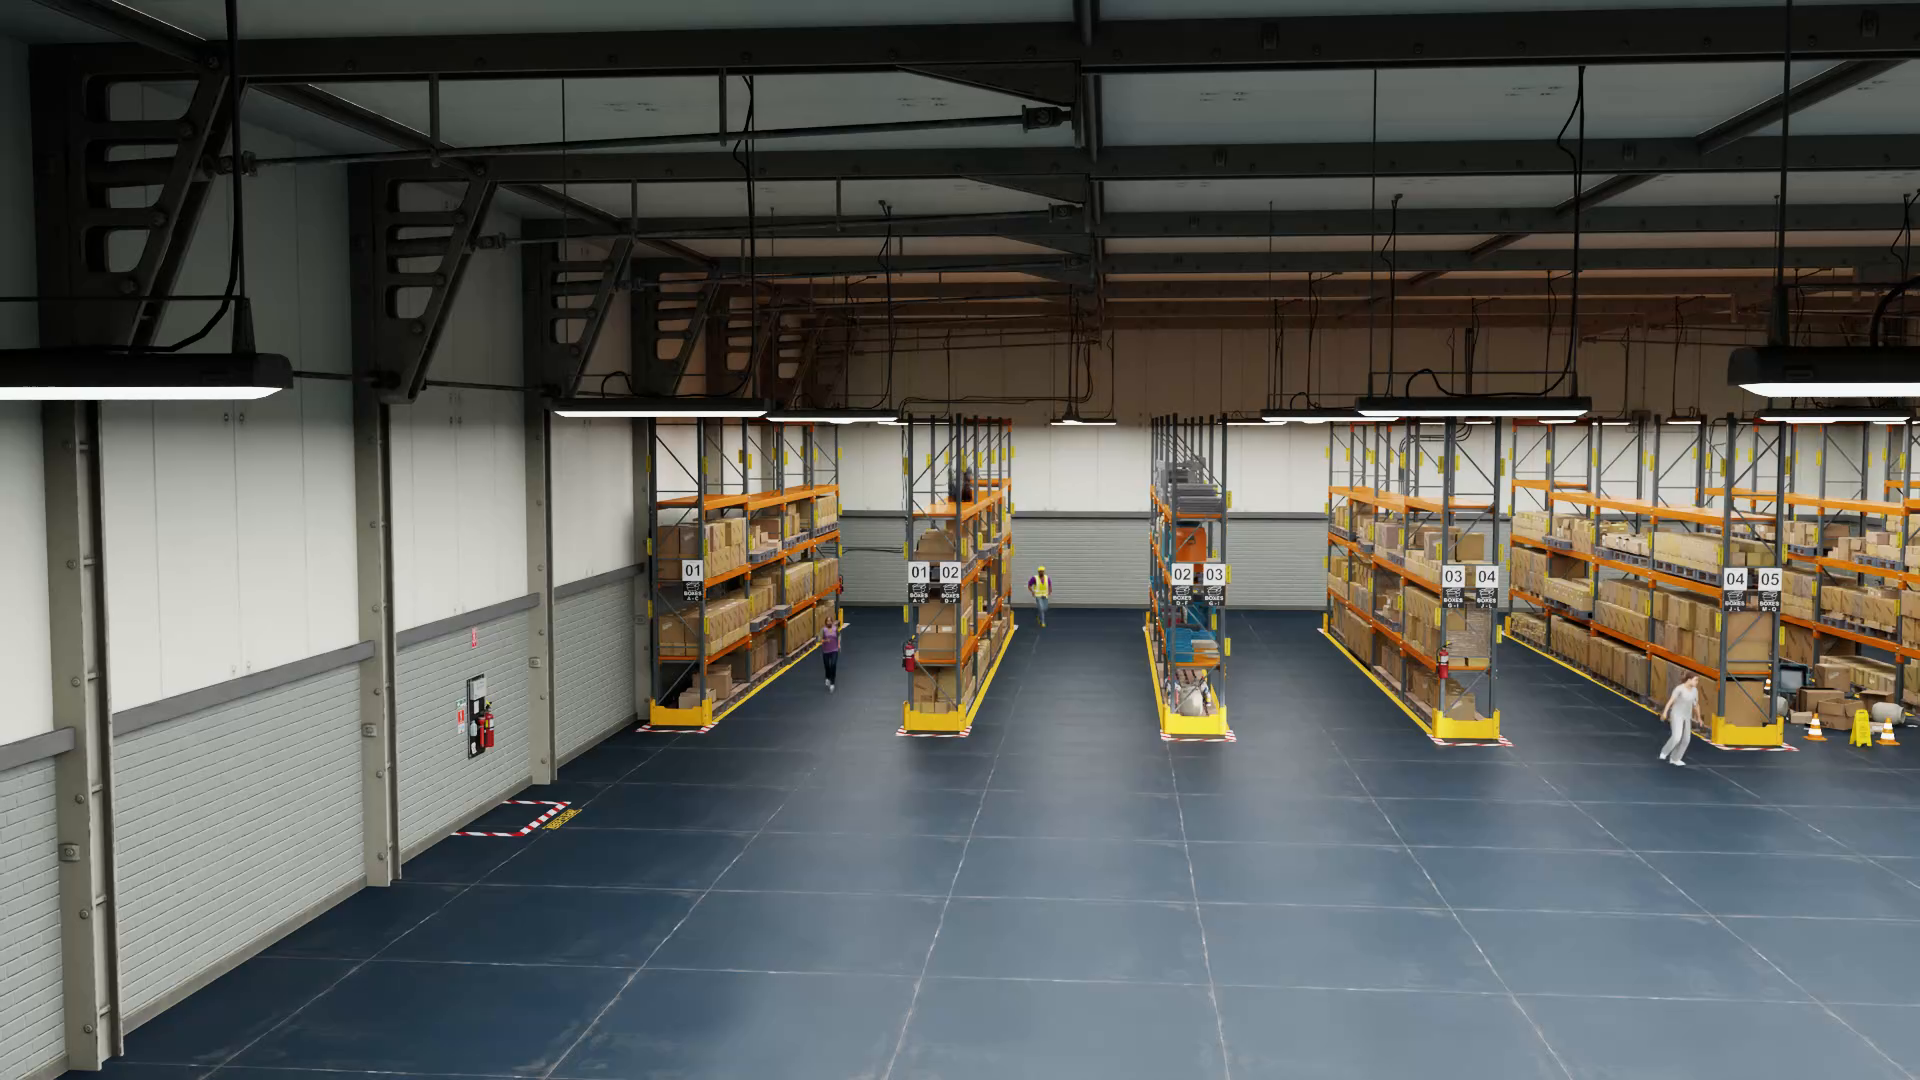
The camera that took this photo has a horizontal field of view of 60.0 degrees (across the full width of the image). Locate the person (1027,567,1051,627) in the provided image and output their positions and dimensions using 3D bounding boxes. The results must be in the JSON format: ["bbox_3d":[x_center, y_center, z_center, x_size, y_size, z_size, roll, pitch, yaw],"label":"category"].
[{"bbox_3d":[2.311,1.627,48.008,0.711,1.741,0.727,-1,4,-19],"label":"person"}]

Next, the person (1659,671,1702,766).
[{"bbox_3d":[12.207,3.011,28.200,0.588,1.627,0.551,-1,4,-20],"label":"person"}]

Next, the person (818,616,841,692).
[{"bbox_3d":[-2.851,2.461,36.325,0.498,1.625,0.822,0,4,-4],"label":"person"}]
